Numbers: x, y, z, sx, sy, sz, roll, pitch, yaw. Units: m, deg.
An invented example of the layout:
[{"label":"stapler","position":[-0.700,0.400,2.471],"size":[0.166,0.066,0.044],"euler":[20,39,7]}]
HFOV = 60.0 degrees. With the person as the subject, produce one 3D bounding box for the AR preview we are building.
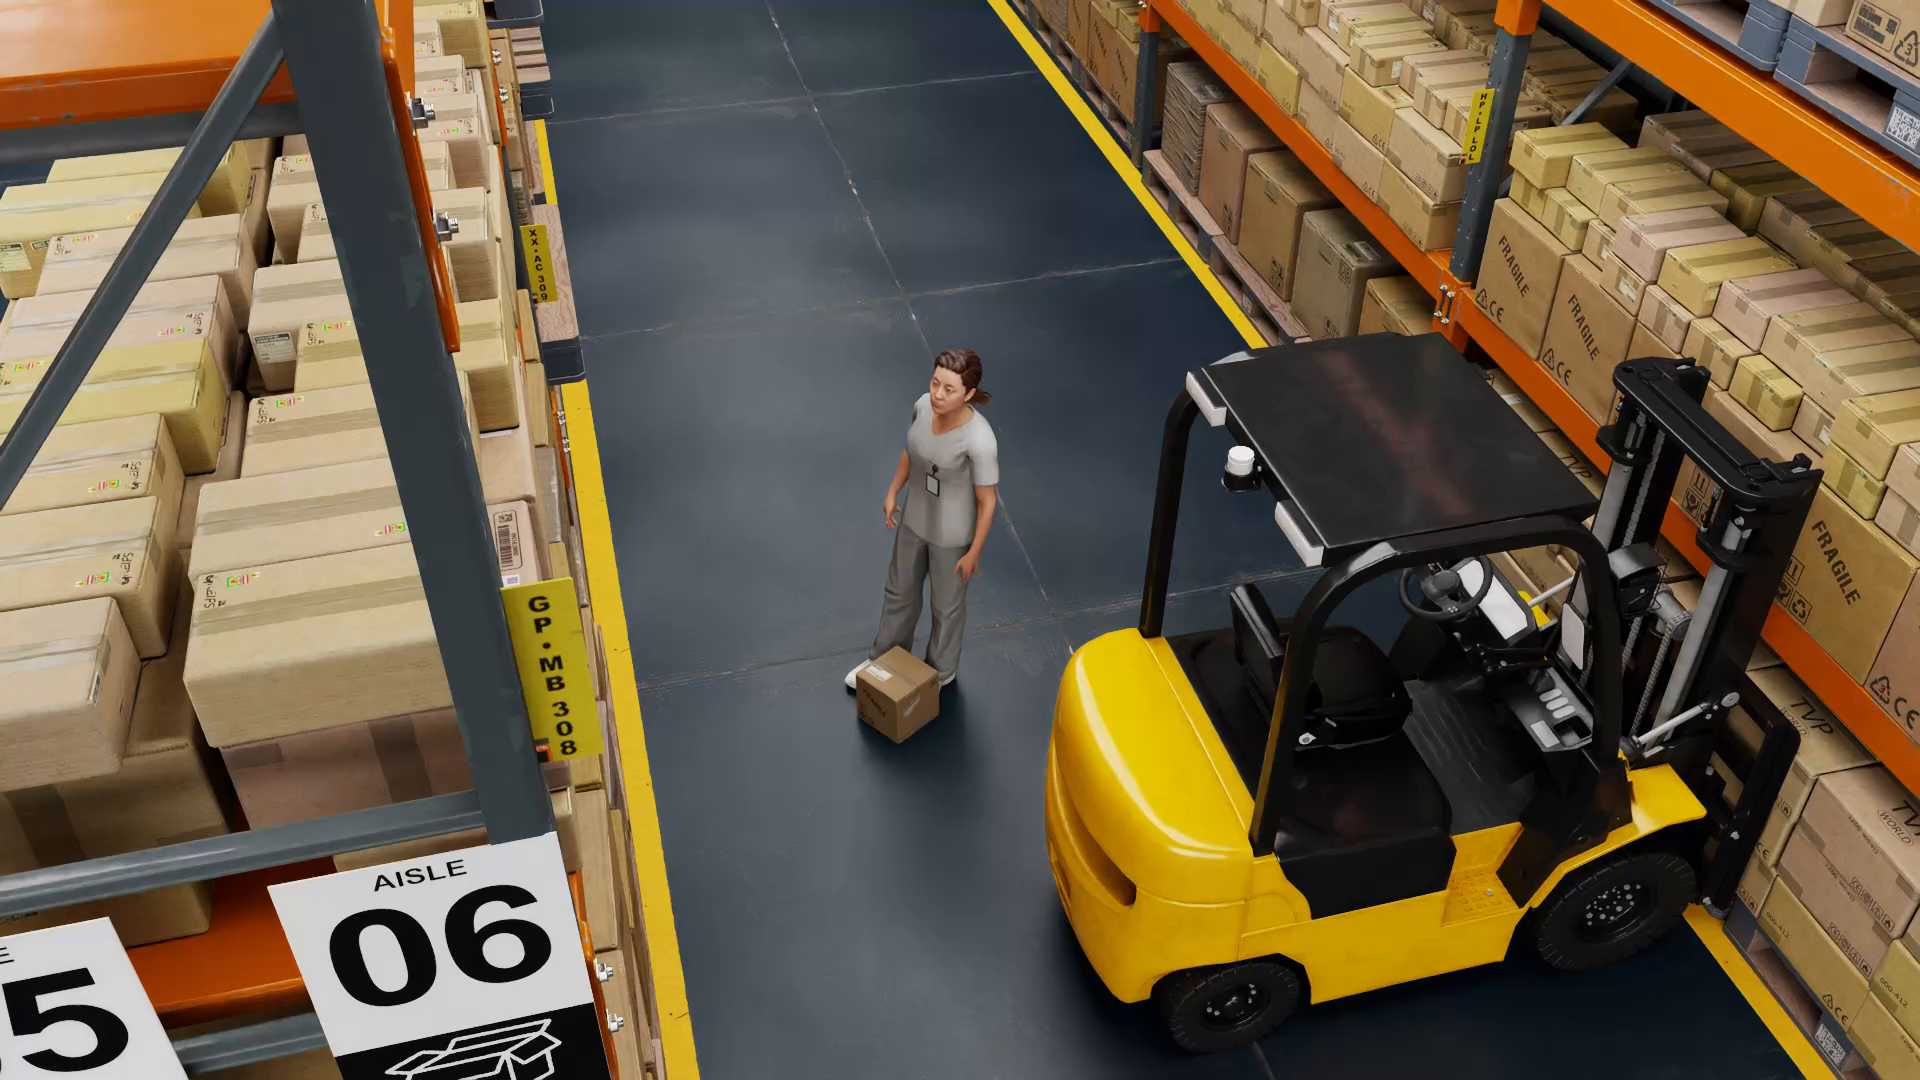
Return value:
[{"label":"person","position":[-0.134,-0.022,6.729],"size":[0.548,1.674,0.549],"euler":[-31,48,-33]}]
